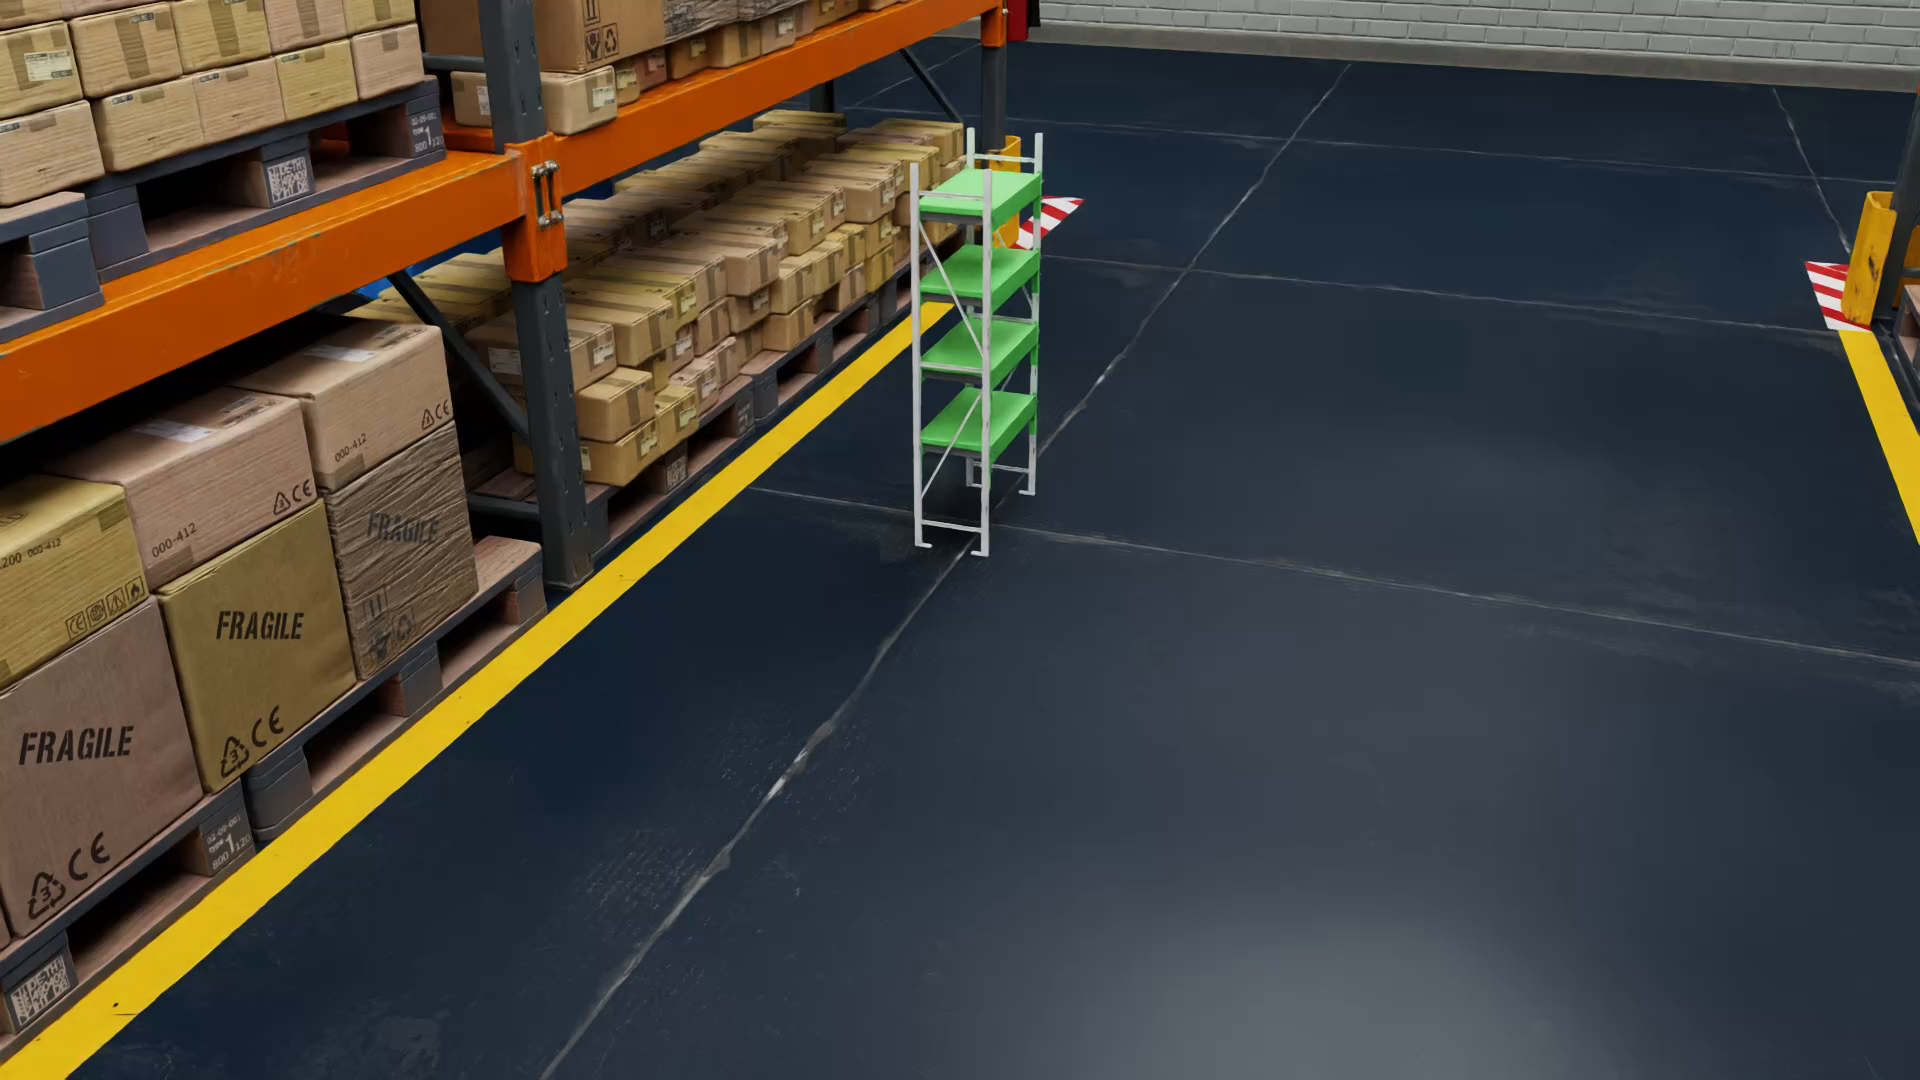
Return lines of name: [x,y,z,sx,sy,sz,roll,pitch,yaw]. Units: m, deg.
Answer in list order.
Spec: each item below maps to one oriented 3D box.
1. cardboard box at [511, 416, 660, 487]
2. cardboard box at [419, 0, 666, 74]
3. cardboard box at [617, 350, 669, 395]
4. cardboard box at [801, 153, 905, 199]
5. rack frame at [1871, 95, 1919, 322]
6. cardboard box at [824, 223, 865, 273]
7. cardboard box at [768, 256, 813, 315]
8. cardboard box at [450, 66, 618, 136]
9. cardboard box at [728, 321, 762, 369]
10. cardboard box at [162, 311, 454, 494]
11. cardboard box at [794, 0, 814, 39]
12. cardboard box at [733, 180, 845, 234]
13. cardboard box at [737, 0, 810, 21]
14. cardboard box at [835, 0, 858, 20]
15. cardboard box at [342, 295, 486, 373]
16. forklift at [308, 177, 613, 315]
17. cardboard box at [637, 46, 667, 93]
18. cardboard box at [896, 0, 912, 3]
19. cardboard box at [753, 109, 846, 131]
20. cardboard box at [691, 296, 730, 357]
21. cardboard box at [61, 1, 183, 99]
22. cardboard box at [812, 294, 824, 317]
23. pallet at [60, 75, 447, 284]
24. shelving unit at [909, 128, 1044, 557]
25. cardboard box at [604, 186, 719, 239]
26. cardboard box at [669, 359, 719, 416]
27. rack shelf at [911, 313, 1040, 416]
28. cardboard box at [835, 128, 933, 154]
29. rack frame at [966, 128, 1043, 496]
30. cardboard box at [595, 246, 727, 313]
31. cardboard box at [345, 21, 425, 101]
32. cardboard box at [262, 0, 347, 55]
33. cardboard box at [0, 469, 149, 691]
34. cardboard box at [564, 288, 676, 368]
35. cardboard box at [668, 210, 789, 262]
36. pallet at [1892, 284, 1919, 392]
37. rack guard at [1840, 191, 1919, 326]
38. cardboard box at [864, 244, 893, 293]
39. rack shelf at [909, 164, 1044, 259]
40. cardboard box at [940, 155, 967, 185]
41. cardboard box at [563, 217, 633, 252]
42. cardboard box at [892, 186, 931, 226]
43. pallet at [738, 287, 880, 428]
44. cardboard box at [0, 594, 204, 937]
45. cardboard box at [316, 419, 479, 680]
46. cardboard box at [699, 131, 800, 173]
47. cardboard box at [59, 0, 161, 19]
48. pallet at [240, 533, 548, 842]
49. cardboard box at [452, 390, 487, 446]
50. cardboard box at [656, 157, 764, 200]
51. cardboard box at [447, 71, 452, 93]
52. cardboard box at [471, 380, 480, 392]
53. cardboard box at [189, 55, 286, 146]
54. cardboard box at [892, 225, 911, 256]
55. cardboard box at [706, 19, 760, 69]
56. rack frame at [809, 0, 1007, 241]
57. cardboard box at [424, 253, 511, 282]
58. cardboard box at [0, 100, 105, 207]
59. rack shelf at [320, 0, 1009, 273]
cardboard box: [-1.173,-0.302,5.222,0.380,0.149,0.250,8,27,15]
cardboard box: [-1.195,-1.639,4.737,0.500,0.500,0.500,8,27,16]
cardboard box: [-1.176,-0.553,5.398,0.380,0.149,0.250,9,27,18]
cardboard box: [-0.454,-1.540,7.094,0.380,0.149,0.250,8,27,15]
rack frame: [4.435,-2.261,6.477,1.000,3.000,0.127,9,27,17]
cardboard box: [-0.607,-1.188,6.709,0.380,0.149,0.250,10,28,20]
cardboard box: [-0.778,-0.973,6.265,0.380,0.149,0.250,9,27,17]
cardboard box: [-1.195,-1.249,4.676,0.380,0.149,0.250,10,28,19]
cardboard box: [-0.957,-0.749,6.143,0.380,0.149,0.250,8,27,15]
cardboard box: [-1.607,-0.352,4.061,0.500,0.250,0.500,8,27,16]
cardboard box: [-0.757,-1.914,6.050,0.380,0.149,0.250,10,28,19]
cardboard box: [-0.683,-1.329,6.659,0.380,0.149,0.250,8,27,16]
cardboard box: [-0.836,-2.045,5.576,0.500,0.500,0.500,8,27,16]
cardboard box: [-0.620,-2.133,6.501,0.380,0.149,0.250,8,27,15]
cardboard box: [-1.725,-0.651,5.259,0.380,0.149,0.250,10,27,19]
forklift: [-2.822,-2.513,7.076,3.031,2.935,1.130,23,34,39]
cardboard box: [-1.140,-1.483,5.160,0.380,0.149,0.250,8,27,15]
cardboard box: [-0.359,-2.339,6.927,0.380,0.149,0.250,9,27,19]
cardboard box: [-0.761,-1.945,7.931,0.380,0.149,0.250,8,27,15]
cardboard box: [-1.036,-0.769,5.844,0.380,0.149,0.250,7,27,15]
cardboard box: [-1.802,-0.988,3.314,0.380,0.149,0.250,8,27,16]
cardboard box: [-0.765,-0.960,6.581,0.380,0.149,0.250,10,27,19]
pallet: [-1.989,-0.914,3.916,1.003,0.211,1.213,9,27,17]
shelving unit: [0.055,-0.608,5.129,0.258,1.200,0.503,9,27,17]
cardboard box: [-1.174,-1.284,6.566,0.380,0.149,0.250,9,27,18]
cardboard box: [-1.051,-0.521,5.674,0.380,0.149,0.250,9,27,17]
rack shelf: [0.055,-0.551,5.157,0.258,0.148,0.480,9,27,17]
cardboard box: [-0.341,-1.762,7.553,0.380,0.149,0.250,9,27,18]
rack frame: [0.136,-0.708,5.336,0.240,1.200,0.015,9,27,17]
cardboard box: [-1.037,-0.905,5.783,0.380,0.149,0.250,8,27,16]
cardboard box: [-1.543,-1.177,4.046,0.380,0.149,0.250,8,27,16]
cardboard box: [-1.630,-1.203,3.757,0.380,0.149,0.250,9,27,18]
cardboard box: [-1.953,0.076,3.176,0.500,0.250,0.500,8,27,15]
cardboard box: [-1.140,-0.683,5.326,0.380,0.149,0.250,10,28,20]
cardboard box: [-0.862,-1.121,6.231,0.380,0.149,0.250,8,27,15]
pallet: [4.243,-0.666,6.383,1.003,0.211,1.213,9,27,17]
rack guard: [4.443,-1.146,7.043,1.175,0.500,0.348,9,27,17]
cardboard box: [-0.500,-1.163,6.999,0.380,0.149,0.250,8,27,15]
rack shelf: [0.055,-0.983,4.948,0.258,0.148,0.480,9,27,17]
cardboard box: [-0.173,-1.719,7.806,0.380,0.149,0.250,8,27,16]
cardboard box: [-1.438,-1.085,6.156,0.380,0.149,0.250,7,27,15]
cardboard box: [-0.344,-1.505,7.364,0.380,0.149,0.250,8,27,15]
pallet: [-1.003,-0.822,6.706,1.003,0.211,1.213,9,27,17]
cardboard box: [-1.952,0.404,3.359,0.500,0.500,0.500,8,27,16]
cardboard box: [-1.606,-0.017,4.229,0.500,0.500,0.500,8,27,16]
cardboard box: [-0.944,-1.729,7.486,0.380,0.149,0.250,9,27,17]
cardboard box: [-1.811,-1.119,3.244,0.380,0.149,0.250,9,27,17]
pallet: [-1.855,0.282,4.426,1.003,0.211,1.213,9,27,17]
cardboard box: [-1.788,-0.410,5.444,0.380,0.149,0.250,9,27,18]
cardboard box: [-1.050,-1.503,7.018,0.380,0.149,0.250,10,28,19]
cardboard box: [-1.740,-1.453,5.098,0.380,0.149,0.250,8,27,16]
cardboard box: [-1.714,-0.622,5.540,0.380,0.149,0.250,7,27,15]
cardboard box: [-1.714,-0.968,3.614,0.380,0.149,0.250,9,27,17]
cardboard box: [-0.404,-1.380,7.448,0.380,0.149,0.250,9,27,17]
cardboard box: [-0.898,-1.688,5.583,0.380,0.149,0.250,9,27,18]
rack frame: [-0.266,-2.937,7.874,1.000,3.000,0.127,9,27,17]
cardboard box: [-1.601,-0.865,5.701,0.380,0.149,0.250,8,27,17]
cardboard box: [-1.885,-0.750,3.164,0.380,0.149,0.250,8,27,15]
rack shelf: [-0.932,-1.791,6.334,1.077,0.370,4.000,9,27,17]
